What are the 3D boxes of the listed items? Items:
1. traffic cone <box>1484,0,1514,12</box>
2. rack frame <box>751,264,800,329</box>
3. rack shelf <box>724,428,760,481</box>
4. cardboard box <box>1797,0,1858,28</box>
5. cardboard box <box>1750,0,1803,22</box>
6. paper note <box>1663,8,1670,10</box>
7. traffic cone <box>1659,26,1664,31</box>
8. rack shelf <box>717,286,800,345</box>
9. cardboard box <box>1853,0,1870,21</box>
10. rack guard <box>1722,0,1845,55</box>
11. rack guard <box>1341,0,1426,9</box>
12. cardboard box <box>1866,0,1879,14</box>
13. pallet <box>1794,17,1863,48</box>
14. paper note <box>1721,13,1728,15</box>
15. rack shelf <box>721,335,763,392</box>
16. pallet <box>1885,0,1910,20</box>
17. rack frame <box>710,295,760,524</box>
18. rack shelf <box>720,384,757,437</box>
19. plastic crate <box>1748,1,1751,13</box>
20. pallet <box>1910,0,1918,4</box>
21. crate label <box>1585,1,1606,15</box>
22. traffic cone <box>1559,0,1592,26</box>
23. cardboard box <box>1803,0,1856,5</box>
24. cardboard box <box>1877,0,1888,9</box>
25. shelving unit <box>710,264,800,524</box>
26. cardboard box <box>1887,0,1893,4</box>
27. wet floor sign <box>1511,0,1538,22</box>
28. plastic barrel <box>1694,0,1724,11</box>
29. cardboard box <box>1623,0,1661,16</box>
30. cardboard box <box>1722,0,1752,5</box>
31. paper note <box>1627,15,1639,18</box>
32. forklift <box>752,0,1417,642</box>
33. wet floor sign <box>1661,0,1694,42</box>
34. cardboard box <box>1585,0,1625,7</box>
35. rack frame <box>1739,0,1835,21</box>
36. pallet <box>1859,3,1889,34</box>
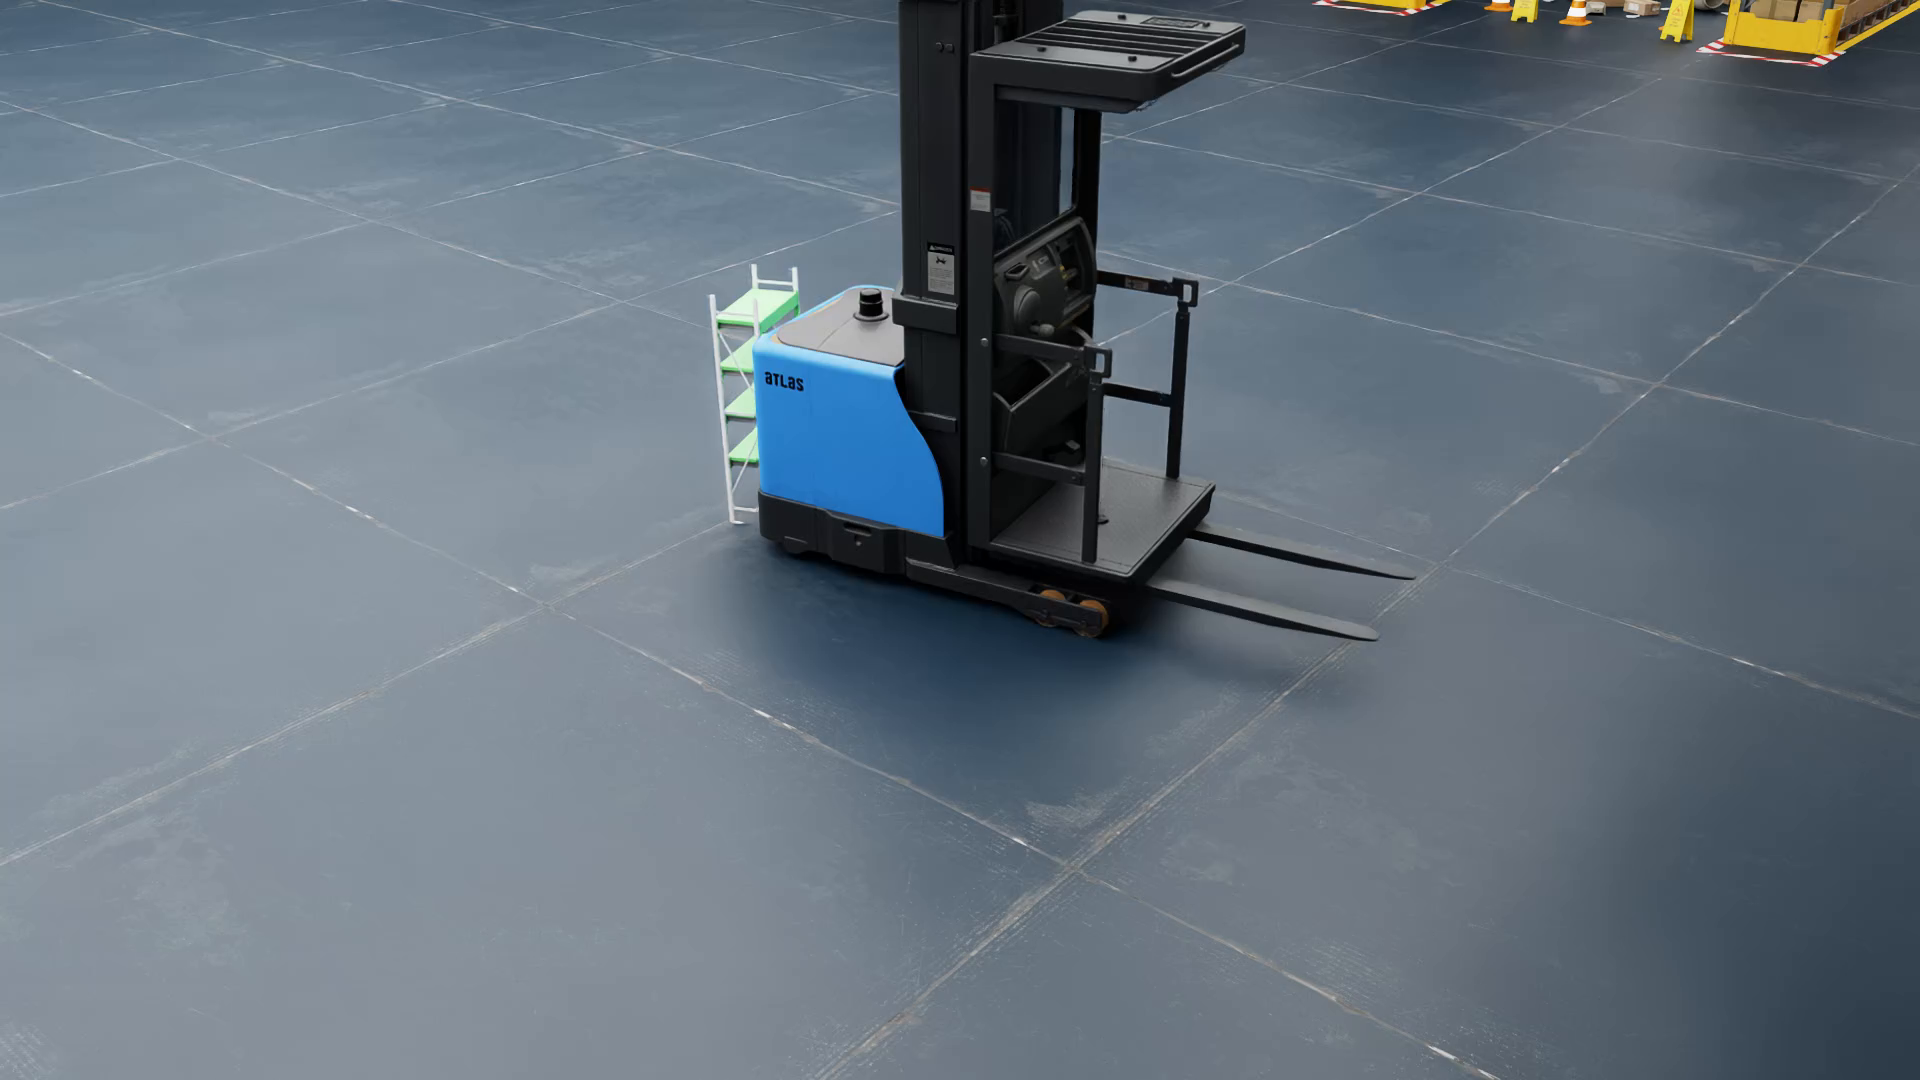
[{"bbox_3d":[6.999,-7.088,21.447,0.336,0.463,0.334,21,34,34],"label":"traffic cone"},{"bbox_3d":[-0.912,-0.824,8.531,0.240,1.200,0.015,7,28,16],"label":"rack frame"},{"bbox_3d":[-0.979,-0.446,8.462,0.258,0.148,0.480,7,28,16],"label":"rack shelf"},{"bbox_3d":[10.175,-6.201,19.508,0.500,0.250,0.500,20,34,34],"label":"cardboard box"},{"bbox_3d":[9.771,-6.369,19.833,0.500,0.250,0.500,21,34,34],"label":"cardboard box"},{"bbox_3d":[9.170,-6.881,21.530,0.142,0.019,0.148,-15,31,-27],"label":"paper note"},{"bbox_3d":[8.727,-6.433,20.182,0.336,0.463,0.334,21,34,34],"label":"traffic cone"},{"bbox_3d":[-0.993,-1.088,8.136,0.258,0.148,0.480,7,28,16],"label":"rack shelf"},{"bbox_3d":[10.506,-6.380,19.853,0.500,0.250,0.500,22,35,36],"label":"cardboard box"},{"bbox_3d":[9.497,-5.947,19.202,1.175,0.500,0.348,21,34,34],"label":"rack guard"},{"bbox_3d":[5.550,-7.323,21.861,1.175,0.500,0.348,21,34,34],"label":"rack guard"},{"bbox_3d":[10.843,-6.577,20.234,0.500,0.250,0.500,24,35,38],"label":"cardboard box"},{"bbox_3d":[10.041,-6.097,19.805,1.003,0.211,1.213,21,34,34],"label":"pallet"},{"bbox_3d":[9.789,-6.721,21.208,0.142,0.019,0.148,9,29,17],"label":"paper note"},{"bbox_3d":[-0.988,-0.874,8.244,0.258,0.148,0.480,7,28,16],"label":"rack shelf"},{"bbox_3d":[11.593,-6.962,21.477,1.003,0.211,1.213,21,34,34],"label":"pallet"},{"bbox_3d":[-1.058,-0.610,8.118,0.240,1.200,0.015,7,28,16],"label":"rack frame"},{"bbox_3d":[-0.983,-0.660,8.353,0.258,0.148,0.480,7,28,16],"label":"rack shelf"},{"bbox_3d":[10.362,-6.835,21.375,0.402,0.080,0.583,9,29,17],"label":"plastic crate"},{"bbox_3d":[12.487,-7.487,22.492,1.003,0.211,1.213,21,34,34],"label":"pallet"},{"bbox_3d":[8.106,-6.789,21.225,0.250,0.136,0.298,4,28,8],"label":"crate label"},{"bbox_3d":[7.654,-6.637,20.576,0.336,0.463,0.334,21,34,34],"label":"traffic cone"},{"bbox_3d":[10.190,-6.543,19.352,0.500,0.500,0.500,19,33,33],"label":"cardboard box"},{"bbox_3d":[11.167,-6.755,20.579,0.500,0.250,0.500,21,34,35],"label":"cardboard box"},{"bbox_3d":[-0.985,-0.717,8.324,0.258,1.200,0.503,7,28,16],"label":"shelving unit"},{"bbox_3d":[11.494,-6.934,20.925,0.500,0.250,0.500,20,33,33],"label":"cardboard box"},{"bbox_3d":[7.075,-6.807,20.705,0.267,0.644,0.232,15,31,26],"label":"wet floor sign"},{"bbox_3d":[9.595,-7.061,21.438,0.421,0.421,0.512,-5,28,-9],"label":"plastic barrel"},{"bbox_3d":[8.724,-6.819,21.270,0.250,0.149,0.380,-10,29,-18],"label":"cardboard box"},{"bbox_3d":[10.262,-7.357,21.925,0.500,0.500,0.500,-5,28,-9],"label":"cardboard box"},{"bbox_3d":[8.514,-6.629,21.030,0.148,0.019,0.142,9,29,17],"label":"paper note"},{"bbox_3d":[0.564,-1.146,7.275,3.031,2.935,1.130,14,30,25],"label":"forklift"},{"bbox_3d":[8.502,-6.230,19.591,0.232,0.644,0.267,-15,31,-27],"label":"wet floor sign"},{"bbox_3d":[8.613,-7.284,21.783,0.797,0.503,0.637,0,27,0],"label":"cardboard box"},{"bbox_3d":[9.449,-7.030,18.576,1.000,3.000,0.127,21,34,34],"label":"rack frame"},{"bbox_3d":[10.818,-6.527,20.638,1.003,0.211,1.213,21,34,34],"label":"pallet"}]
